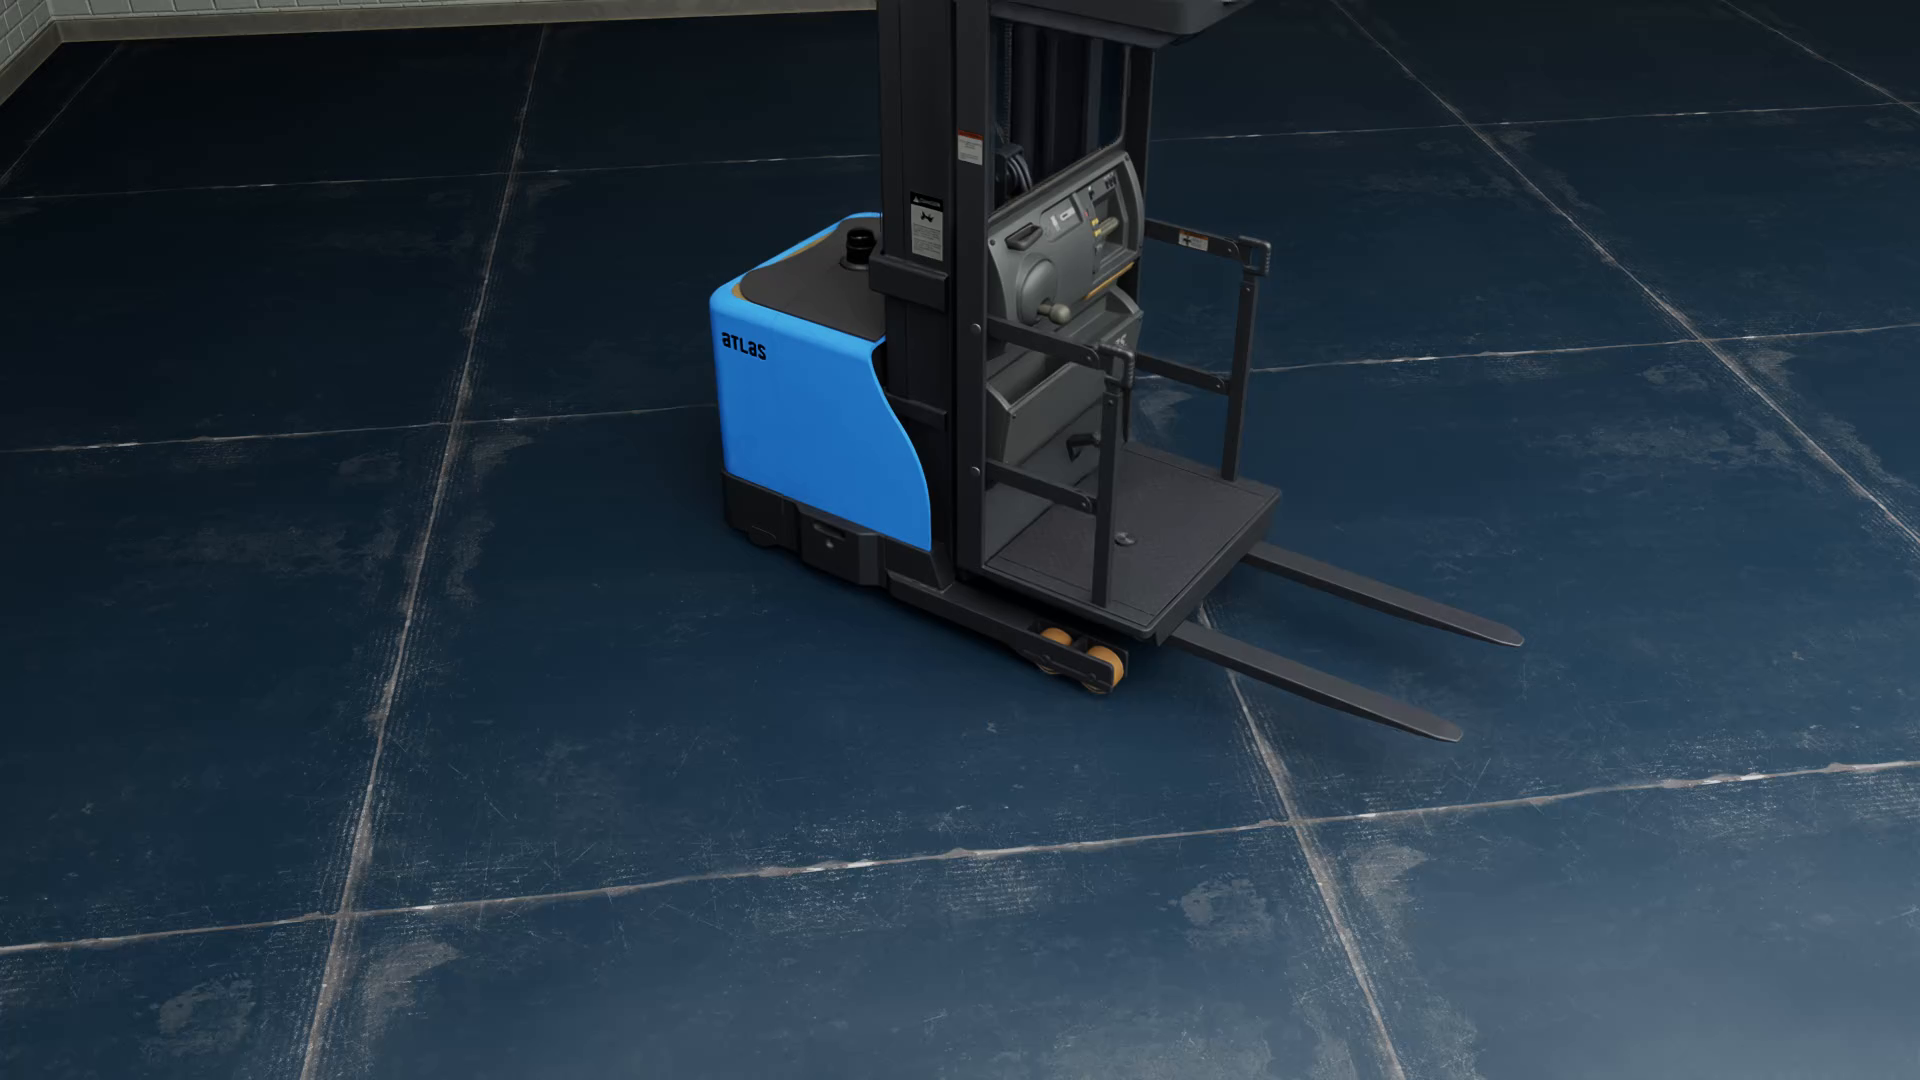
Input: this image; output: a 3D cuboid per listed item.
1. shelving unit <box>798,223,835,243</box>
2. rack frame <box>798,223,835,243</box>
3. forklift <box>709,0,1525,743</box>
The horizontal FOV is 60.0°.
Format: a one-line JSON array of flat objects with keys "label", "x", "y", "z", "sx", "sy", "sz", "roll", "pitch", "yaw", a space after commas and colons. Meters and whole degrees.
[{"label": "shelving unit", "x": -0.527, "y": -0.903, "z": 7.276, "sx": 0.210, "sy": 0.900, "sz": 0.258, "roll": 23, "pitch": 41, "yaw": 30}, {"label": "rack frame", "x": -0.608, "y": -0.938, "z": 7.327, "sx": 0.006, "sy": 0.900, "sz": 0.240, "roll": 23, "pitch": 41, "yaw": 30}, {"label": "forklift", "x": 0.548, "y": -1.005, "z": 5.622, "sx": 3.031, "sy": 2.935, "sz": 1.130, "roll": 21, "pitch": 39, "yaw": 28}]
